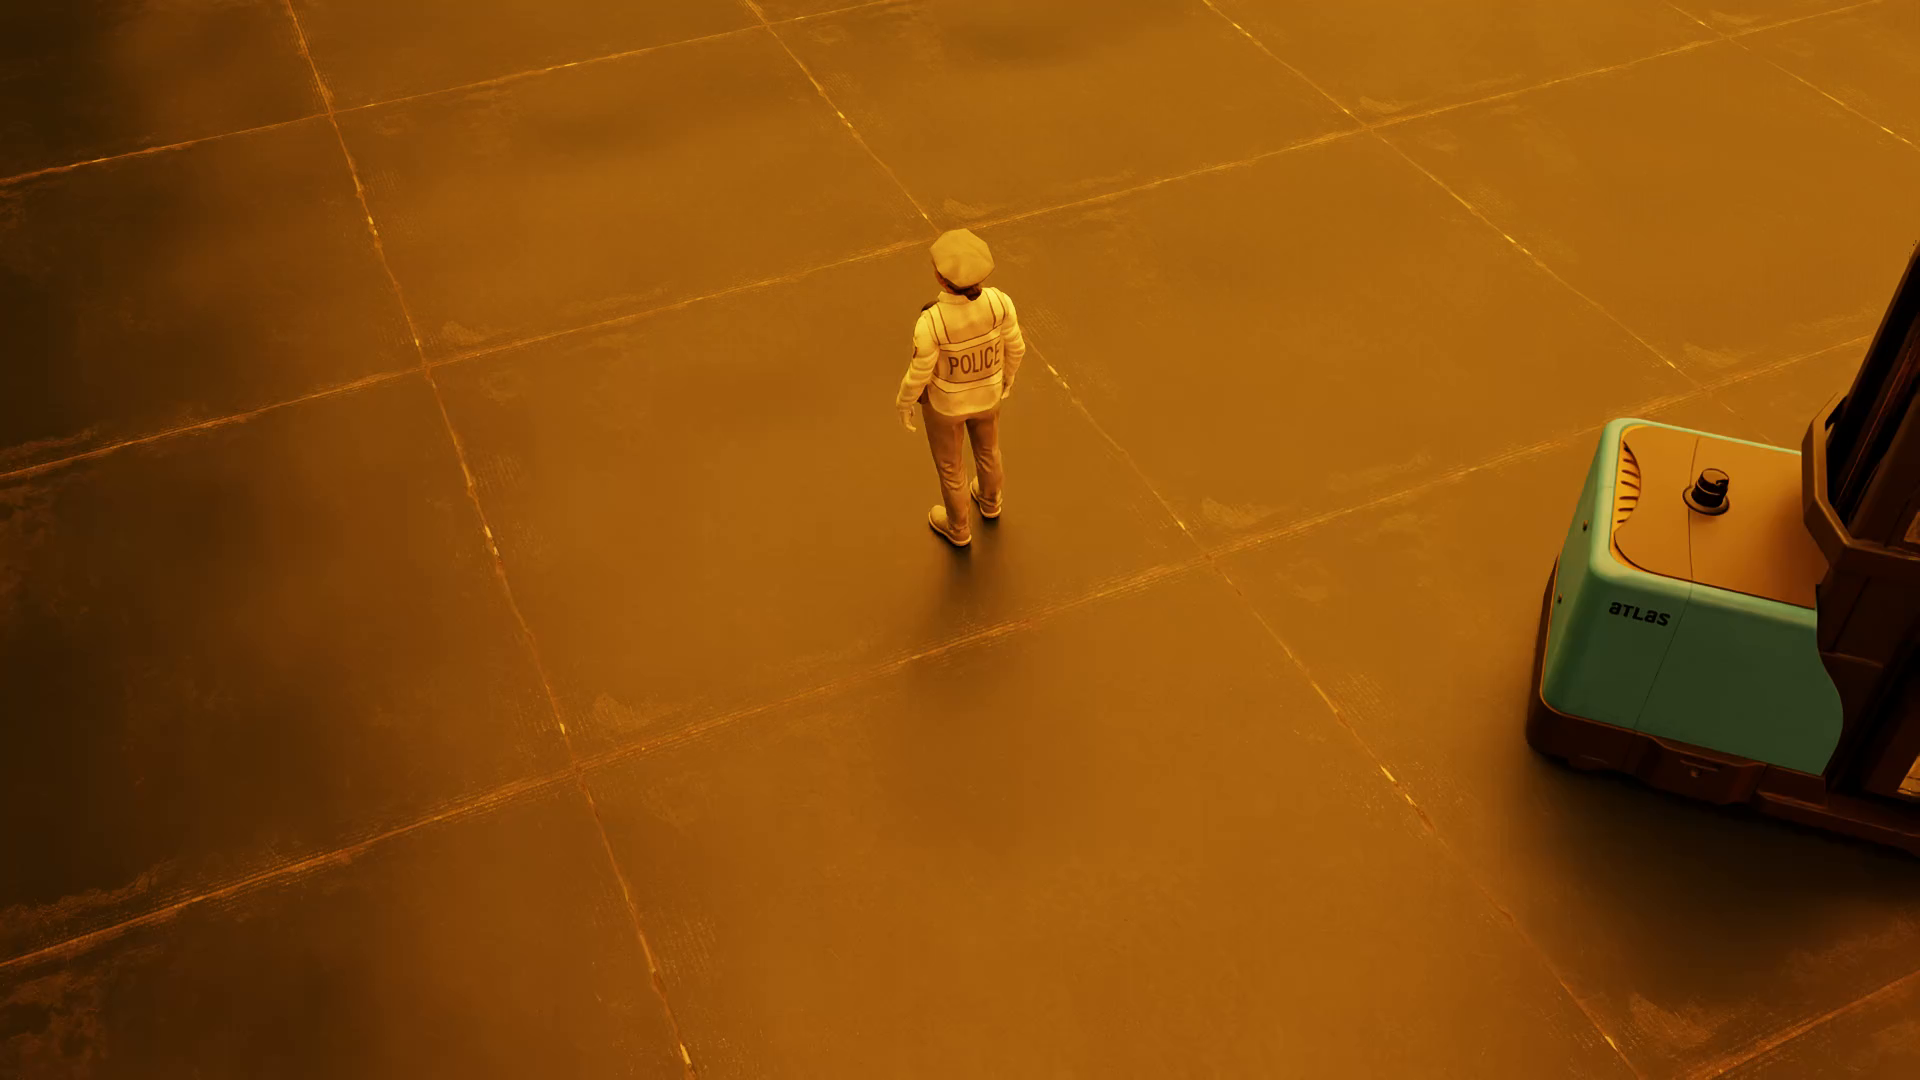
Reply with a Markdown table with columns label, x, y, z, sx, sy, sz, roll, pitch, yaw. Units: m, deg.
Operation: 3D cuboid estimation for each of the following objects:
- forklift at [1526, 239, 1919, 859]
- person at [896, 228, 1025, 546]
| label | x | y | z | sx | sy | sz | roll | pitch | yaw |
| --- | --- | --- | --- | --- | --- | --- | --- | --- | --- |
| forklift | 3.910 | -0.160 | 5.852 | 3.031 | 2.935 | 1.130 | 14 | 45 | 14 |
| person | -0.022 | -0.669 | 7.293 | 0.586 | 1.694 | 0.531 | -18 | 46 | -18 |
